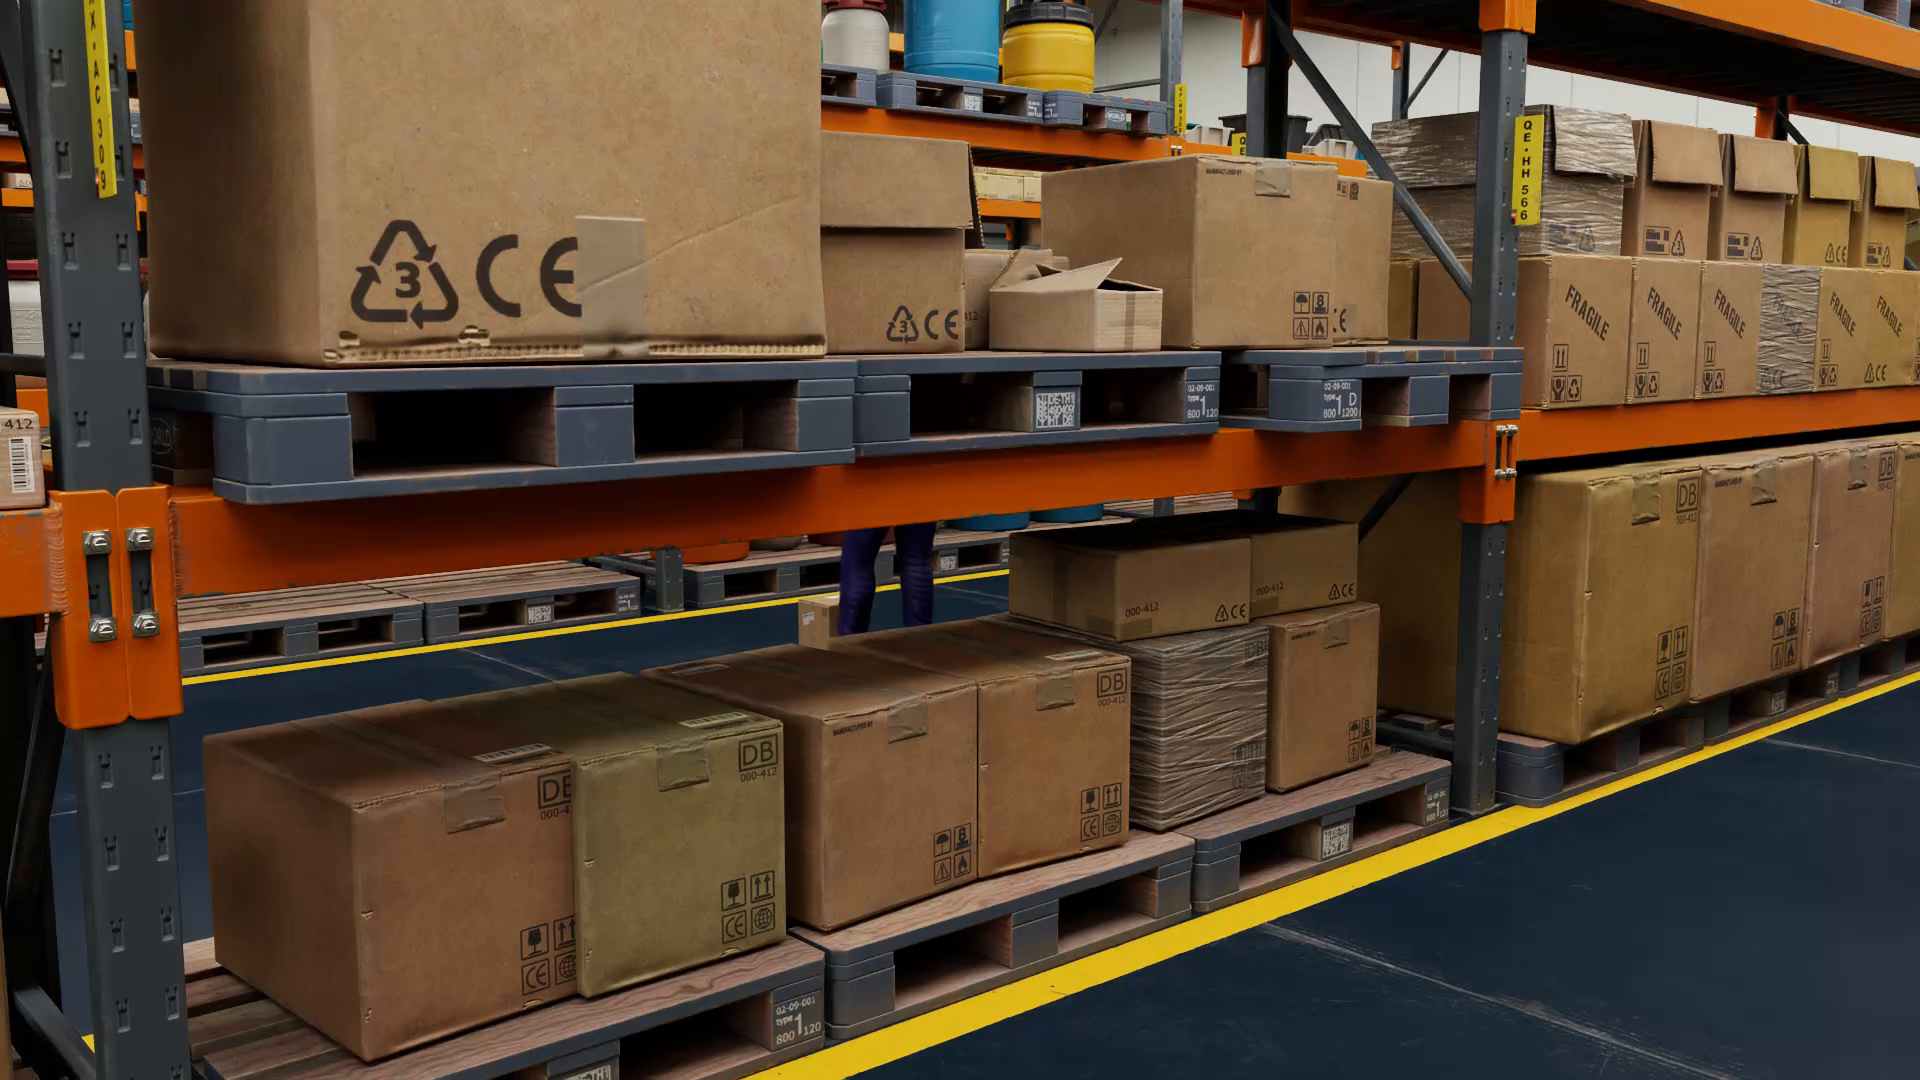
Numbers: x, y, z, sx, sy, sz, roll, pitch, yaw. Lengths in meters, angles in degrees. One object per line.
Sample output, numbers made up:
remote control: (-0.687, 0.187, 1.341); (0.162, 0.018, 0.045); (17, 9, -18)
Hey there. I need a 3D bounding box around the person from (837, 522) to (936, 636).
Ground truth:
person: (-0.349, -0.241, 7.665); (0.544, 1.667, 0.487); (-6, 9, -36)
